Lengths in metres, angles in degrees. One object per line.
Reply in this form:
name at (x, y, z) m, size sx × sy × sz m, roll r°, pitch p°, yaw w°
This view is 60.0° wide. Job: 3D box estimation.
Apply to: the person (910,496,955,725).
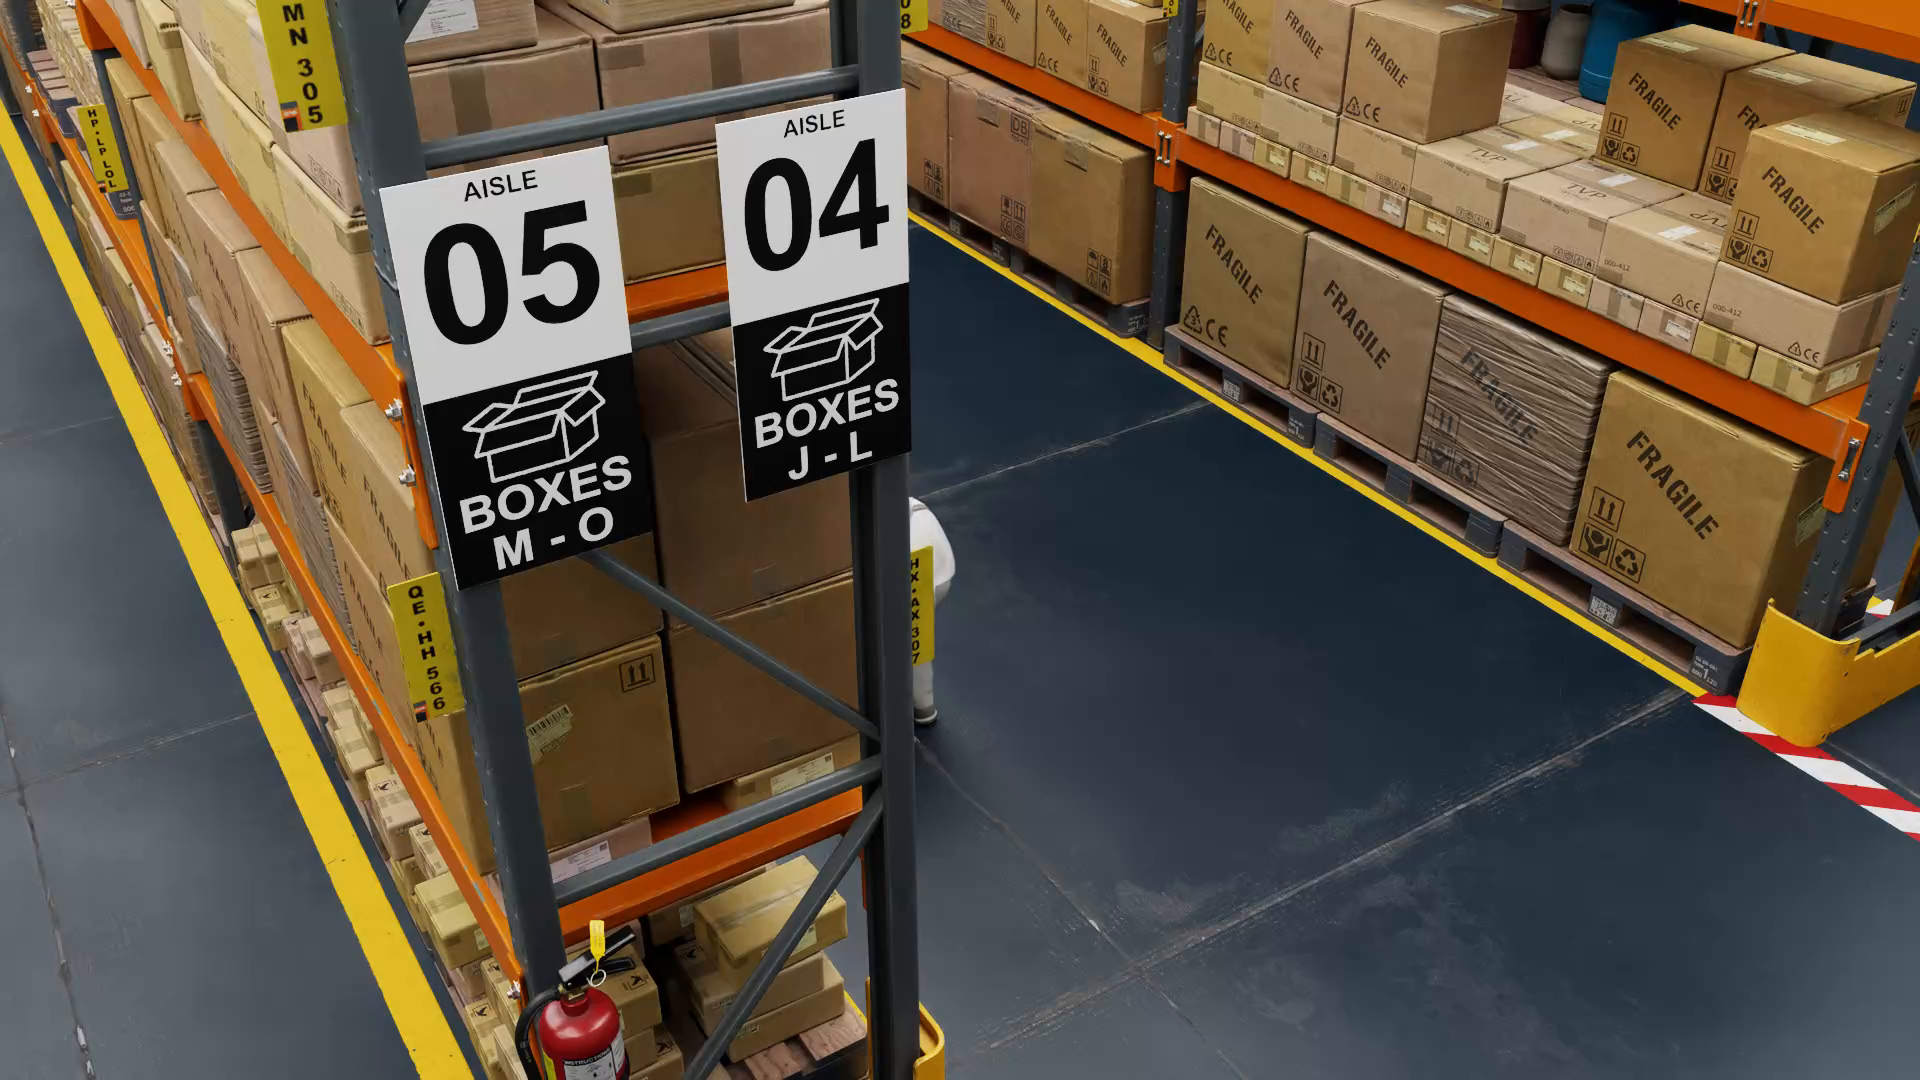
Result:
person at (-0.436, 0.204, 6.507) m, size 0.533 × 1.007 × 1.027 m, roll -22°, pitch 38°, yaw -30°
